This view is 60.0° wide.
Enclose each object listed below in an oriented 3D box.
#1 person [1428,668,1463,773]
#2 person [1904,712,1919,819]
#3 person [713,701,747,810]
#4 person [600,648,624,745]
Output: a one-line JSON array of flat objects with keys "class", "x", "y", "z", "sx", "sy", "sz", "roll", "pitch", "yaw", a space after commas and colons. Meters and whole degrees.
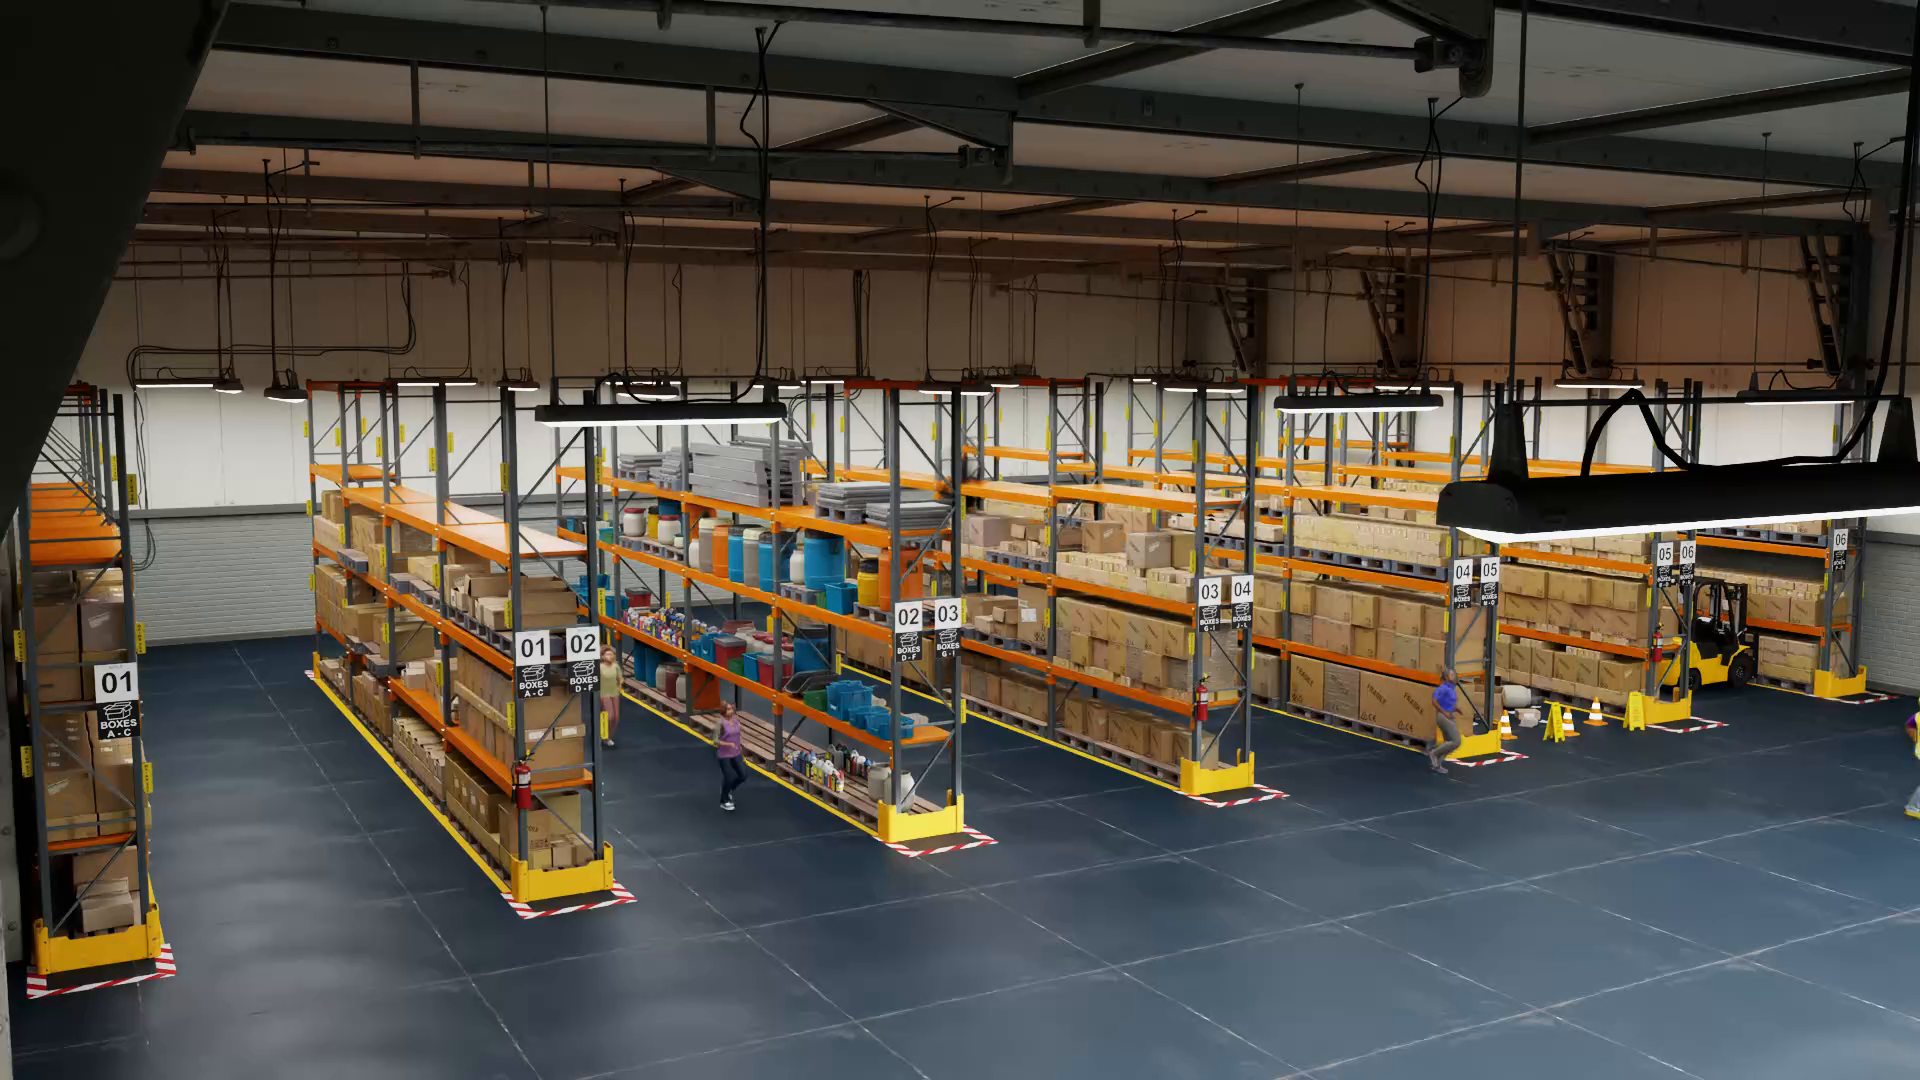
[{"class": "person", "x": 7.567, "y": 2.801, "z": 25.802, "sx": 0.494, "sy": 1.606, "sz": 0.613, "roll": 3, "pitch": 7, "yaw": 27}, {"class": "person", "x": 13.464, "y": 3.010, "z": 23.022, "sx": 0.609, "sy": 1.755, "sz": 0.767, "roll": 1, "pitch": 6, "yaw": 13}, {"class": "person", "x": -3.223, "y": 3.053, "z": 23.495, "sx": 0.532, "sy": 1.556, "sz": 0.525, "roll": 6, "pitch": 8, "yaw": 44}, {"class": "person", "x": -5.810, "y": 2.597, "z": 27.527, "sx": 0.581, "sy": 1.630, "sz": 0.540, "roll": -5, "pitch": 8, "yaw": -37}]
